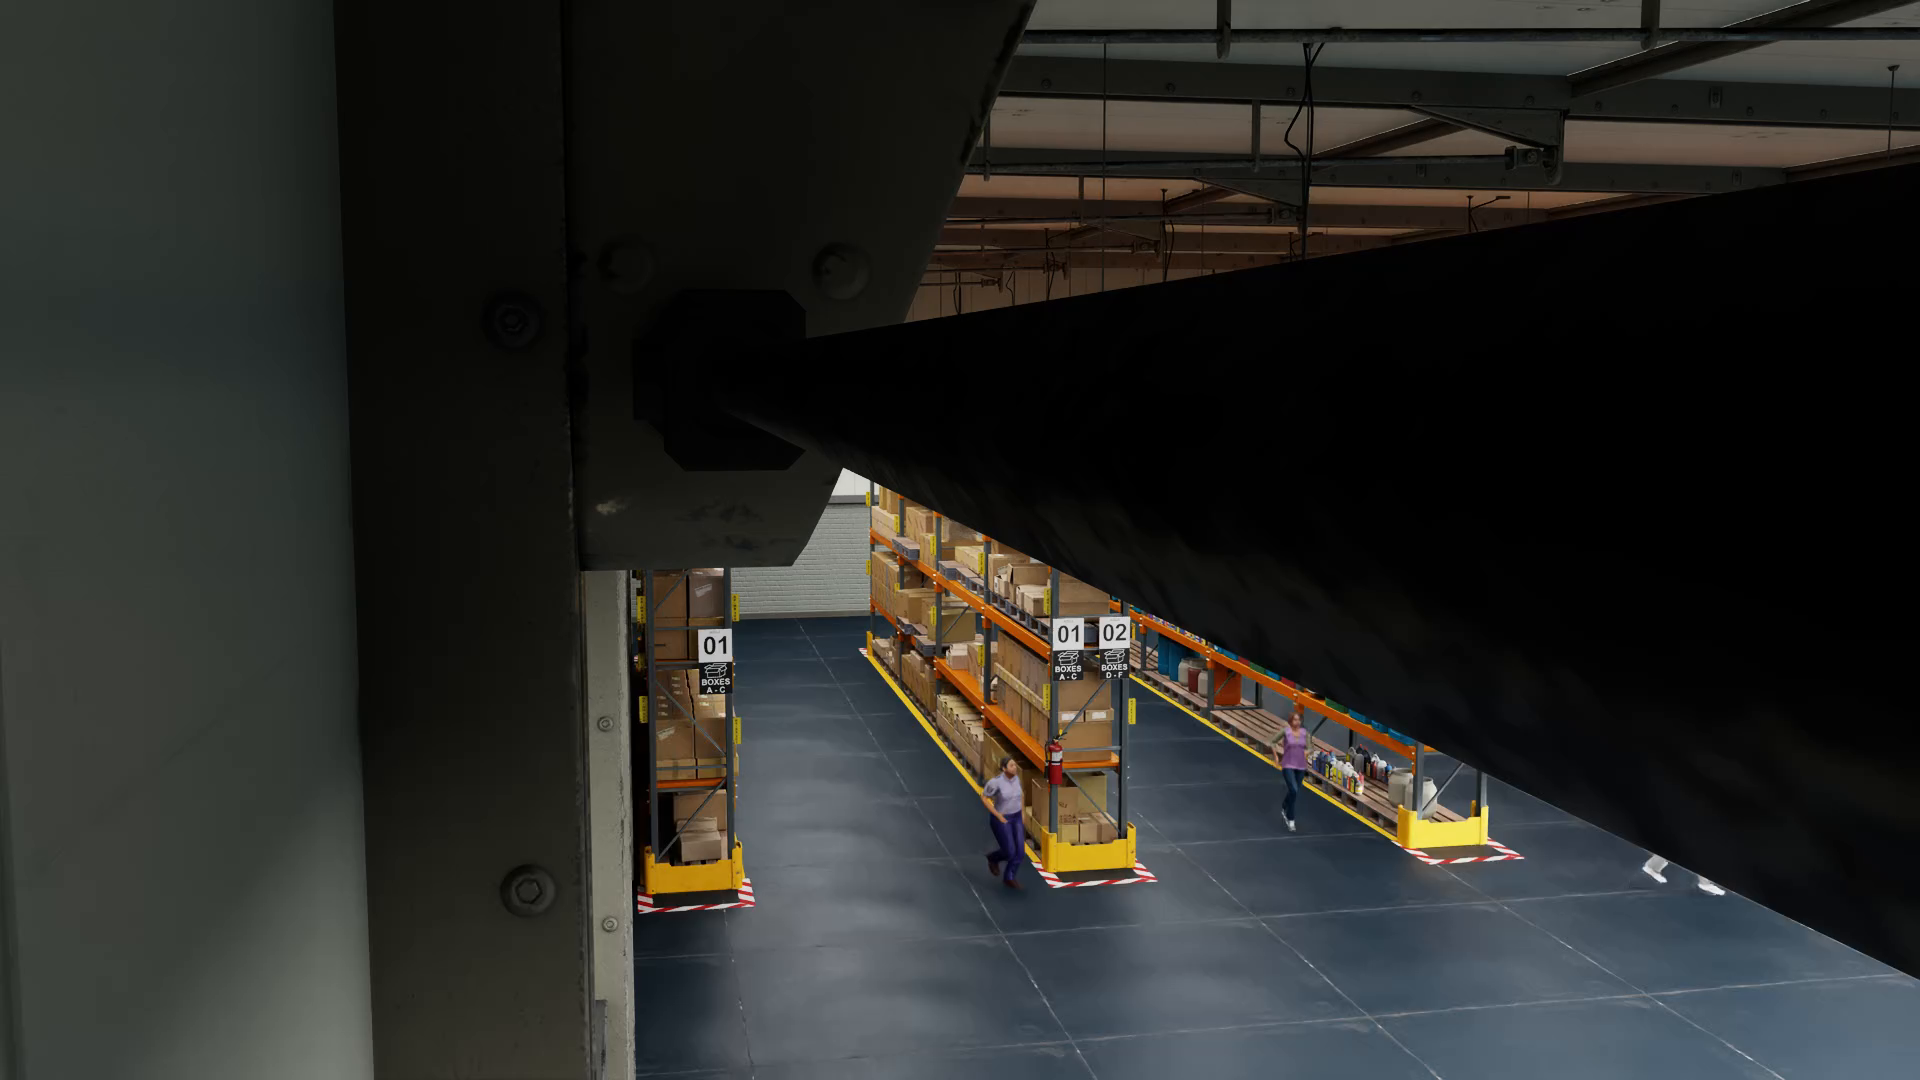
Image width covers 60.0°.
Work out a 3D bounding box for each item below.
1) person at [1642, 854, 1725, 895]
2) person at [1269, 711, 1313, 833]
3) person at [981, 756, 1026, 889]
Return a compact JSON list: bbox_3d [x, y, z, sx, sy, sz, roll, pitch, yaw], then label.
[{"bbox_3d":[8.741,3.389,20.020,0.922,1.685,0.553,2,6,18],"label":"person"},{"bbox_3d":[4.563,3.156,22.808,0.506,1.642,0.713,-2,6,-16],"label":"person"},{"bbox_3d":[0.561,3.432,20.277,0.639,1.620,0.531,-4,7,-36],"label":"person"}]
